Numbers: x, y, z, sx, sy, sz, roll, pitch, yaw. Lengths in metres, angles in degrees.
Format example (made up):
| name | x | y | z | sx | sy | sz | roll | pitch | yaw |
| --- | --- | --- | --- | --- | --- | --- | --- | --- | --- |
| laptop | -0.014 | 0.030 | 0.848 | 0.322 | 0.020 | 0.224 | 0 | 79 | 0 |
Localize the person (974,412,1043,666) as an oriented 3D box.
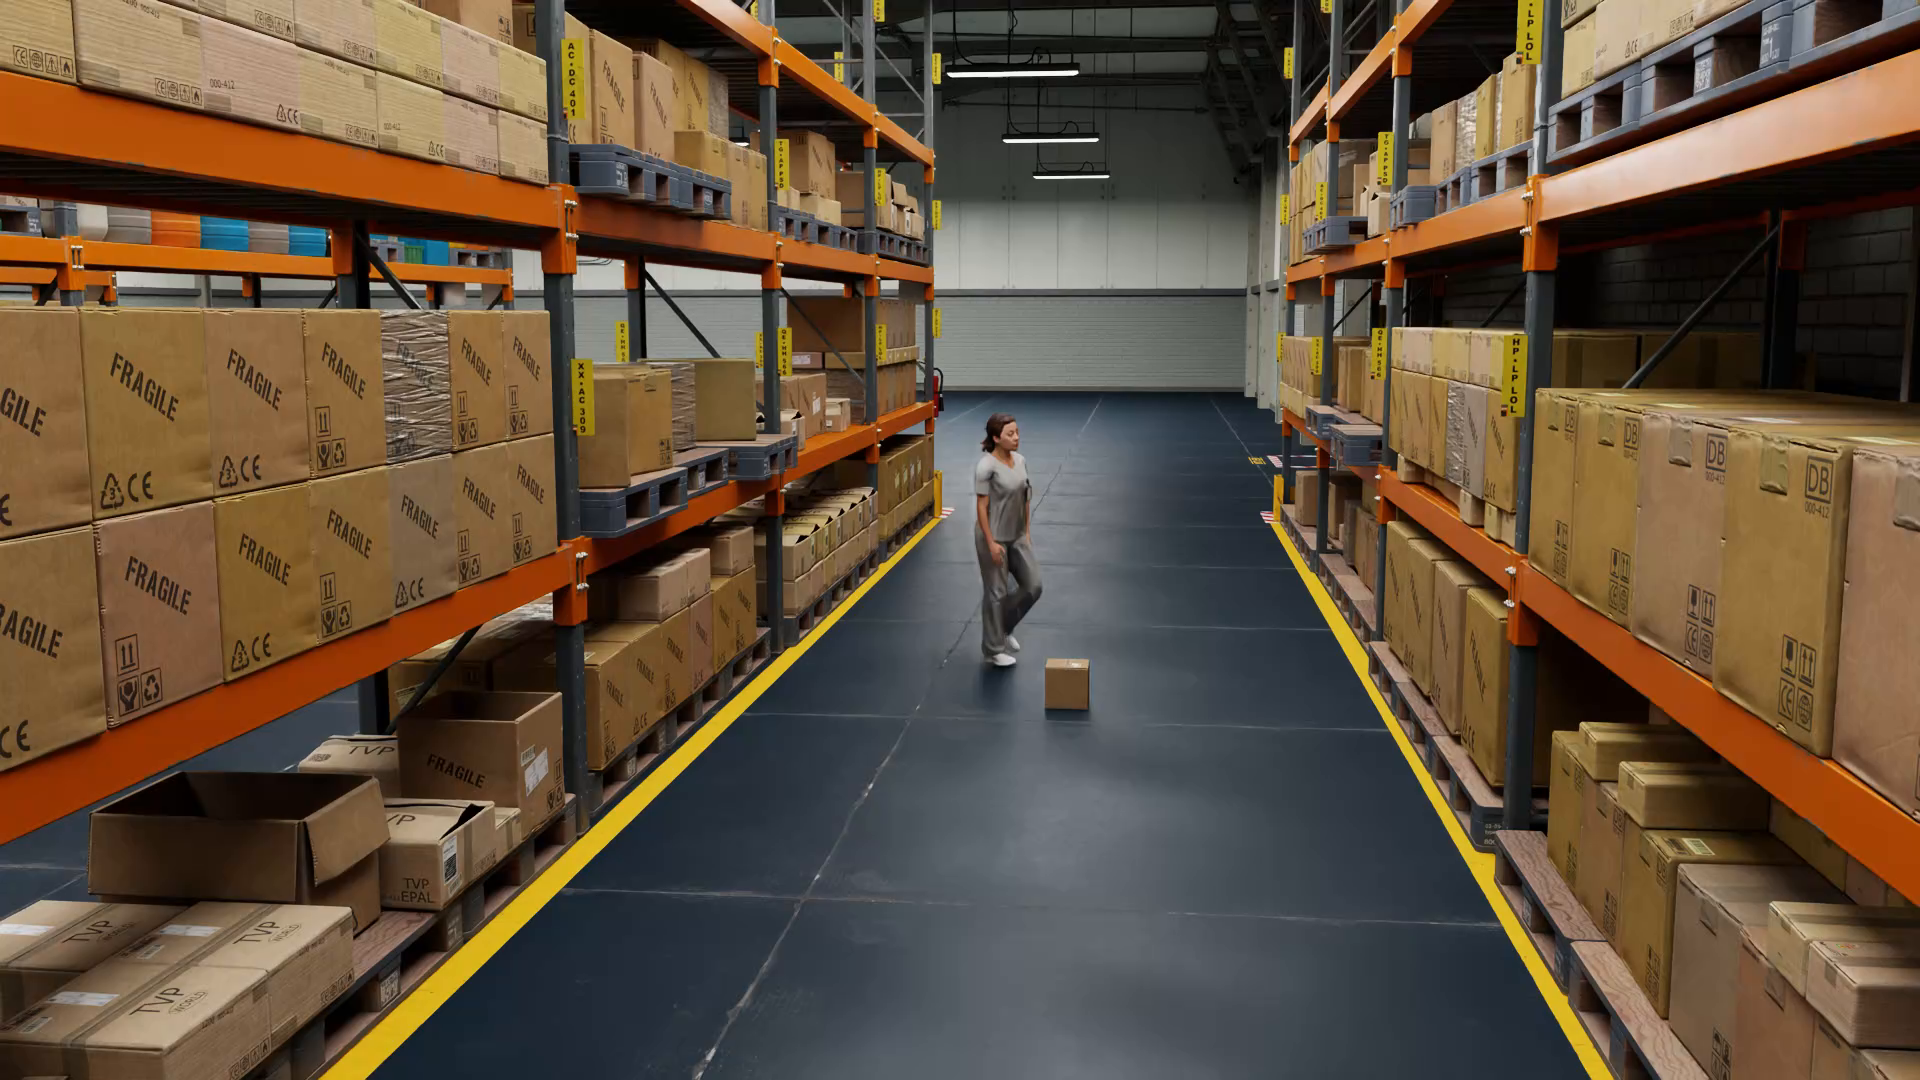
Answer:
| name | x | y | z | sx | sy | sz | roll | pitch | yaw |
| --- | --- | --- | --- | --- | --- | --- | --- | --- | --- |
| person | 0.244 | -0.010 | 10.800 | 0.519 | 1.650 | 0.495 | -7 | 10 | -41 |
